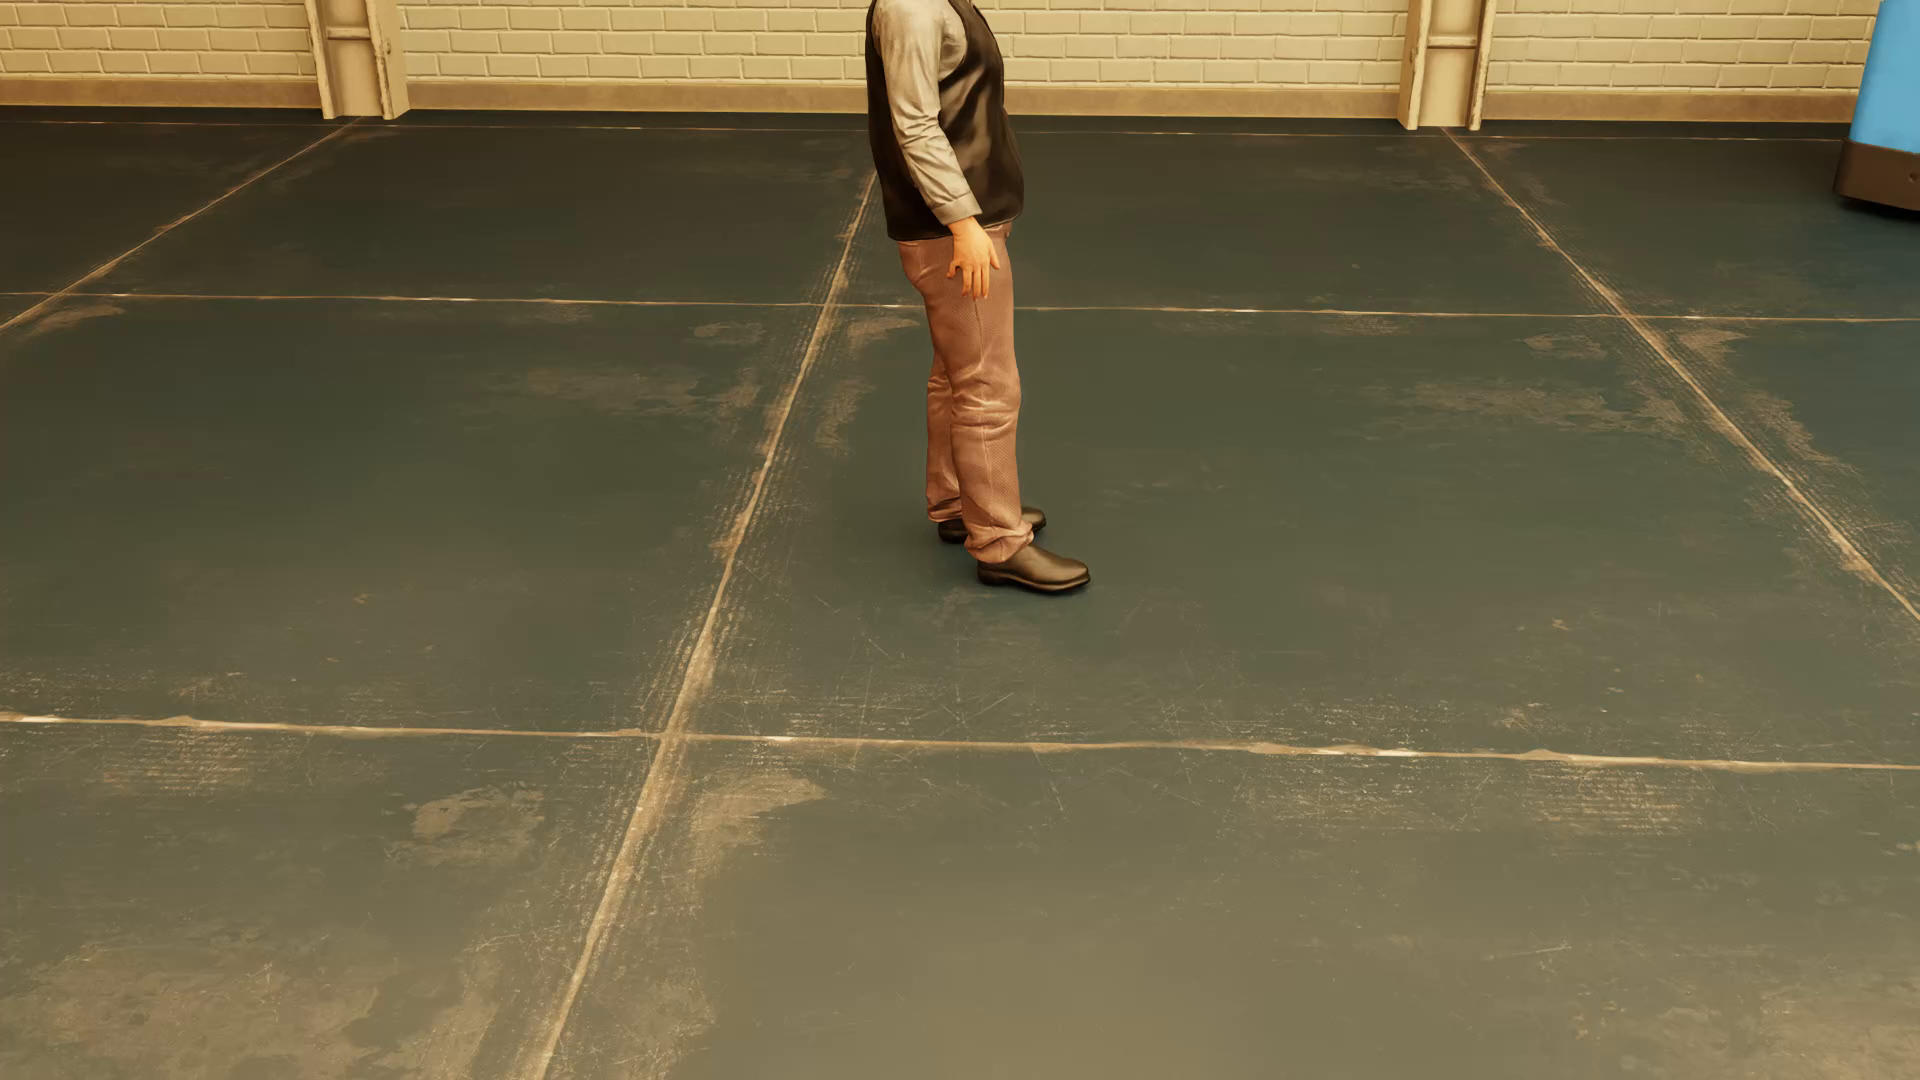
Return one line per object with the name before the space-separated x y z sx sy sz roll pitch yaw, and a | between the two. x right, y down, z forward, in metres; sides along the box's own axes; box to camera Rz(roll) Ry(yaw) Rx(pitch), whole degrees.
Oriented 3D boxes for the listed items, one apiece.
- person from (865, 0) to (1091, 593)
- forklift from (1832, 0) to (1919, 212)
person | 0.061 -0.774 4.128 0.568 1.720 0.632 1 26 2
forklift | 5.464 -3.048 7.388 3.031 2.935 1.130 -18 31 -32
